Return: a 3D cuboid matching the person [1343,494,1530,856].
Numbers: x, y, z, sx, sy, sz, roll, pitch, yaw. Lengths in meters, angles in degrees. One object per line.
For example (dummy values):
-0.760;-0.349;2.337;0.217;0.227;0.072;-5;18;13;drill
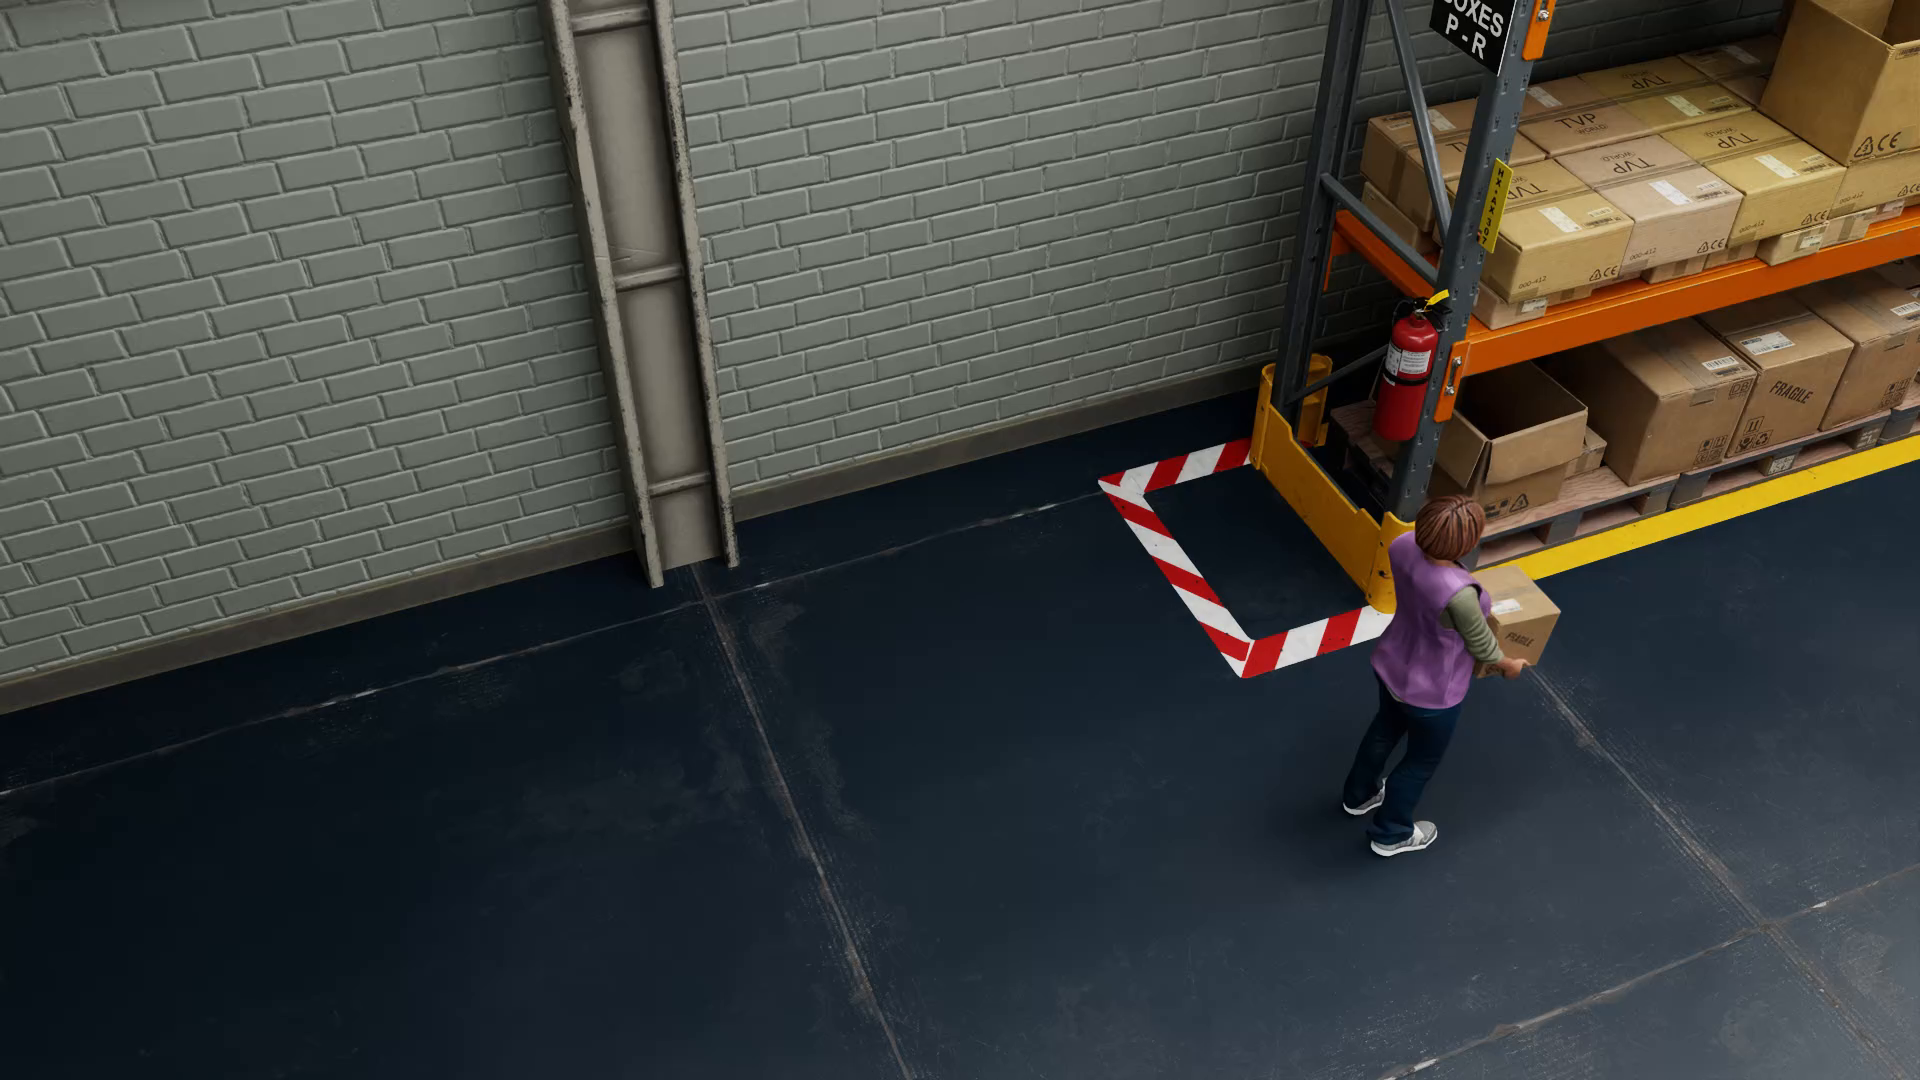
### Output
1.647;0.442;5.686;0.490;1.596;0.404;-15;44;-16;person
